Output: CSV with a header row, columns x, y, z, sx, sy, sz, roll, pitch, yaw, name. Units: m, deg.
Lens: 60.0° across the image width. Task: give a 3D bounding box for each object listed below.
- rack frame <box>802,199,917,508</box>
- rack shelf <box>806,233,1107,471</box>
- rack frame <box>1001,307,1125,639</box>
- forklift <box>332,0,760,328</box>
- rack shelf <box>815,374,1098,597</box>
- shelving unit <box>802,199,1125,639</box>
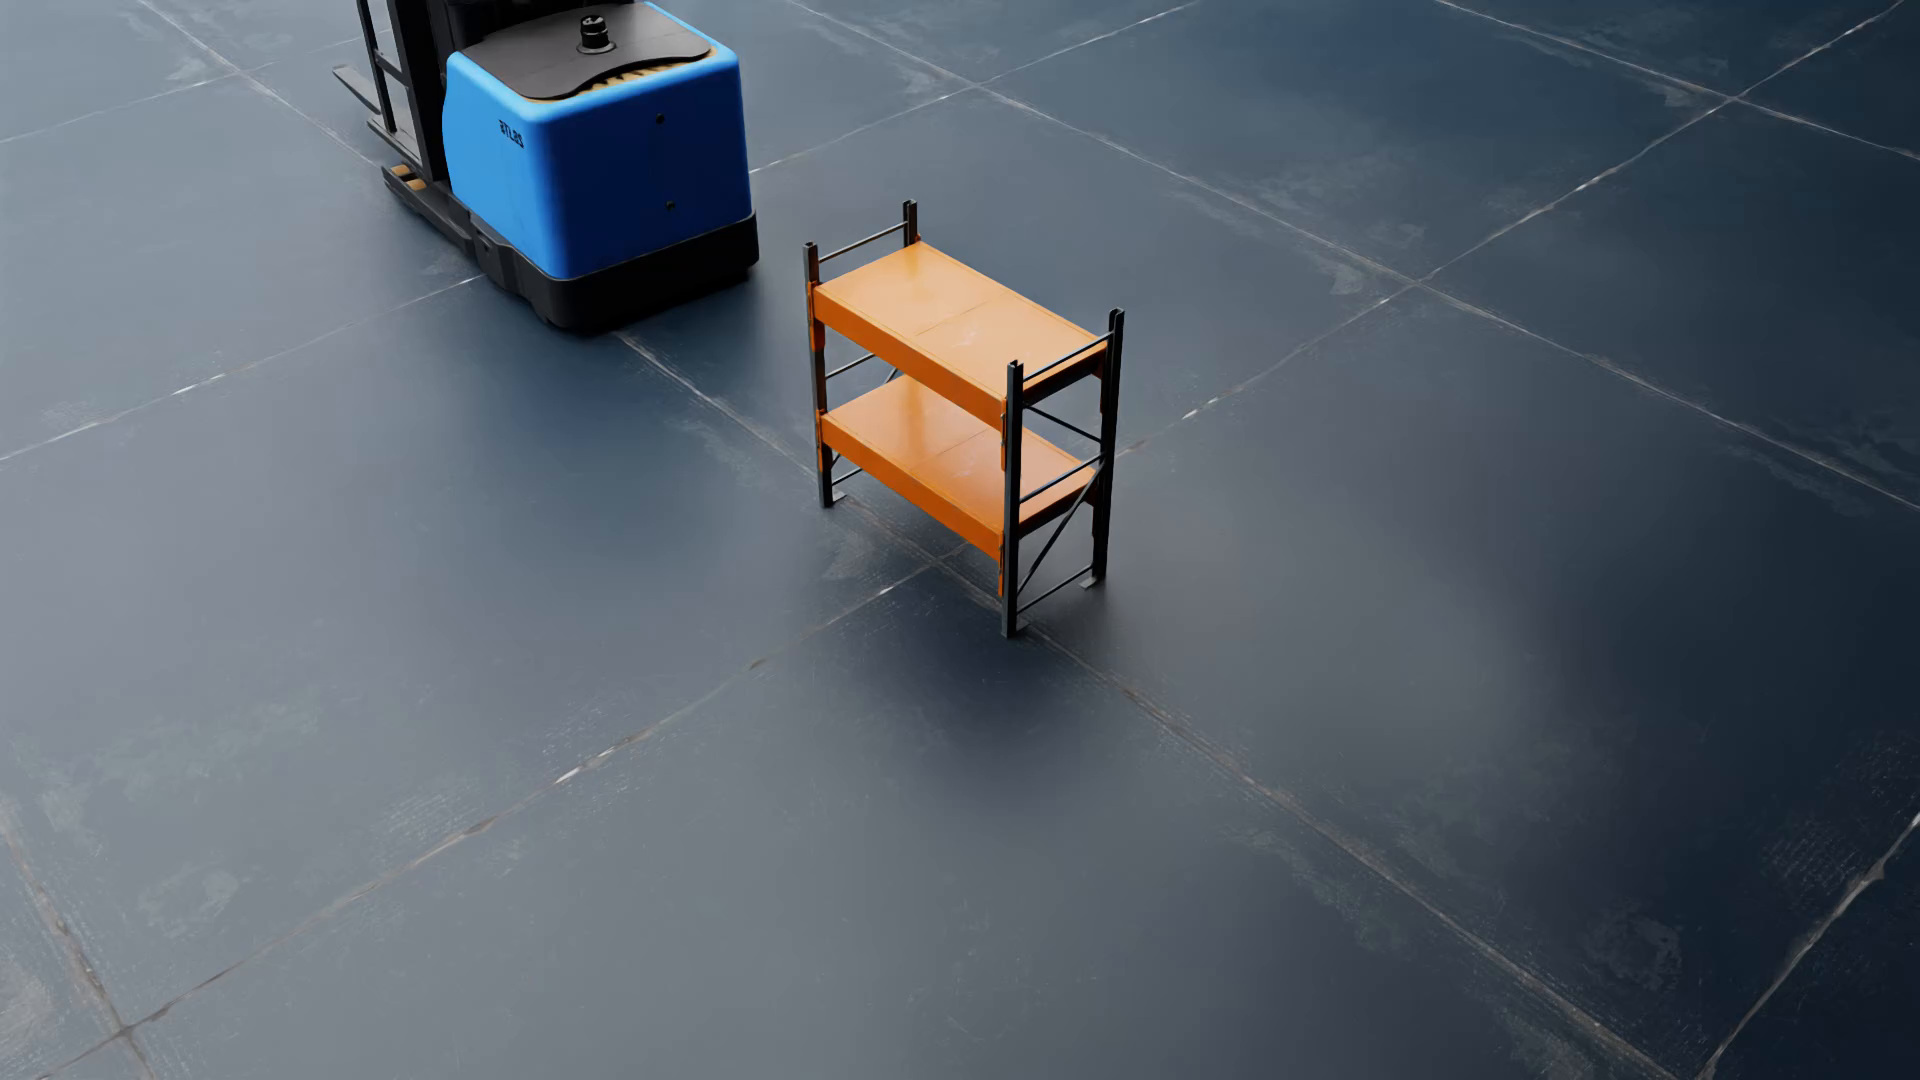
x,y,z,sx,sy,sz,roll,pitch,yaw,name
-0.348,-0.676,6.192,0.500,1.125,0.032,-30,48,-32,rack frame
-0.005,-0.668,5.717,0.538,0.278,1.000,-30,48,-32,rack shelf
0.339,-0.205,5.609,0.500,1.125,0.032,-30,48,-32,rack frame
-2.241,-2.935,7.551,1.130,2.935,3.031,-26,46,-29,forklift
-0.005,-0.251,6.054,0.538,0.278,1.000,-30,48,-32,rack shelf
-0.005,-0.441,5.900,0.538,1.125,1.048,-30,48,-32,shelving unit
